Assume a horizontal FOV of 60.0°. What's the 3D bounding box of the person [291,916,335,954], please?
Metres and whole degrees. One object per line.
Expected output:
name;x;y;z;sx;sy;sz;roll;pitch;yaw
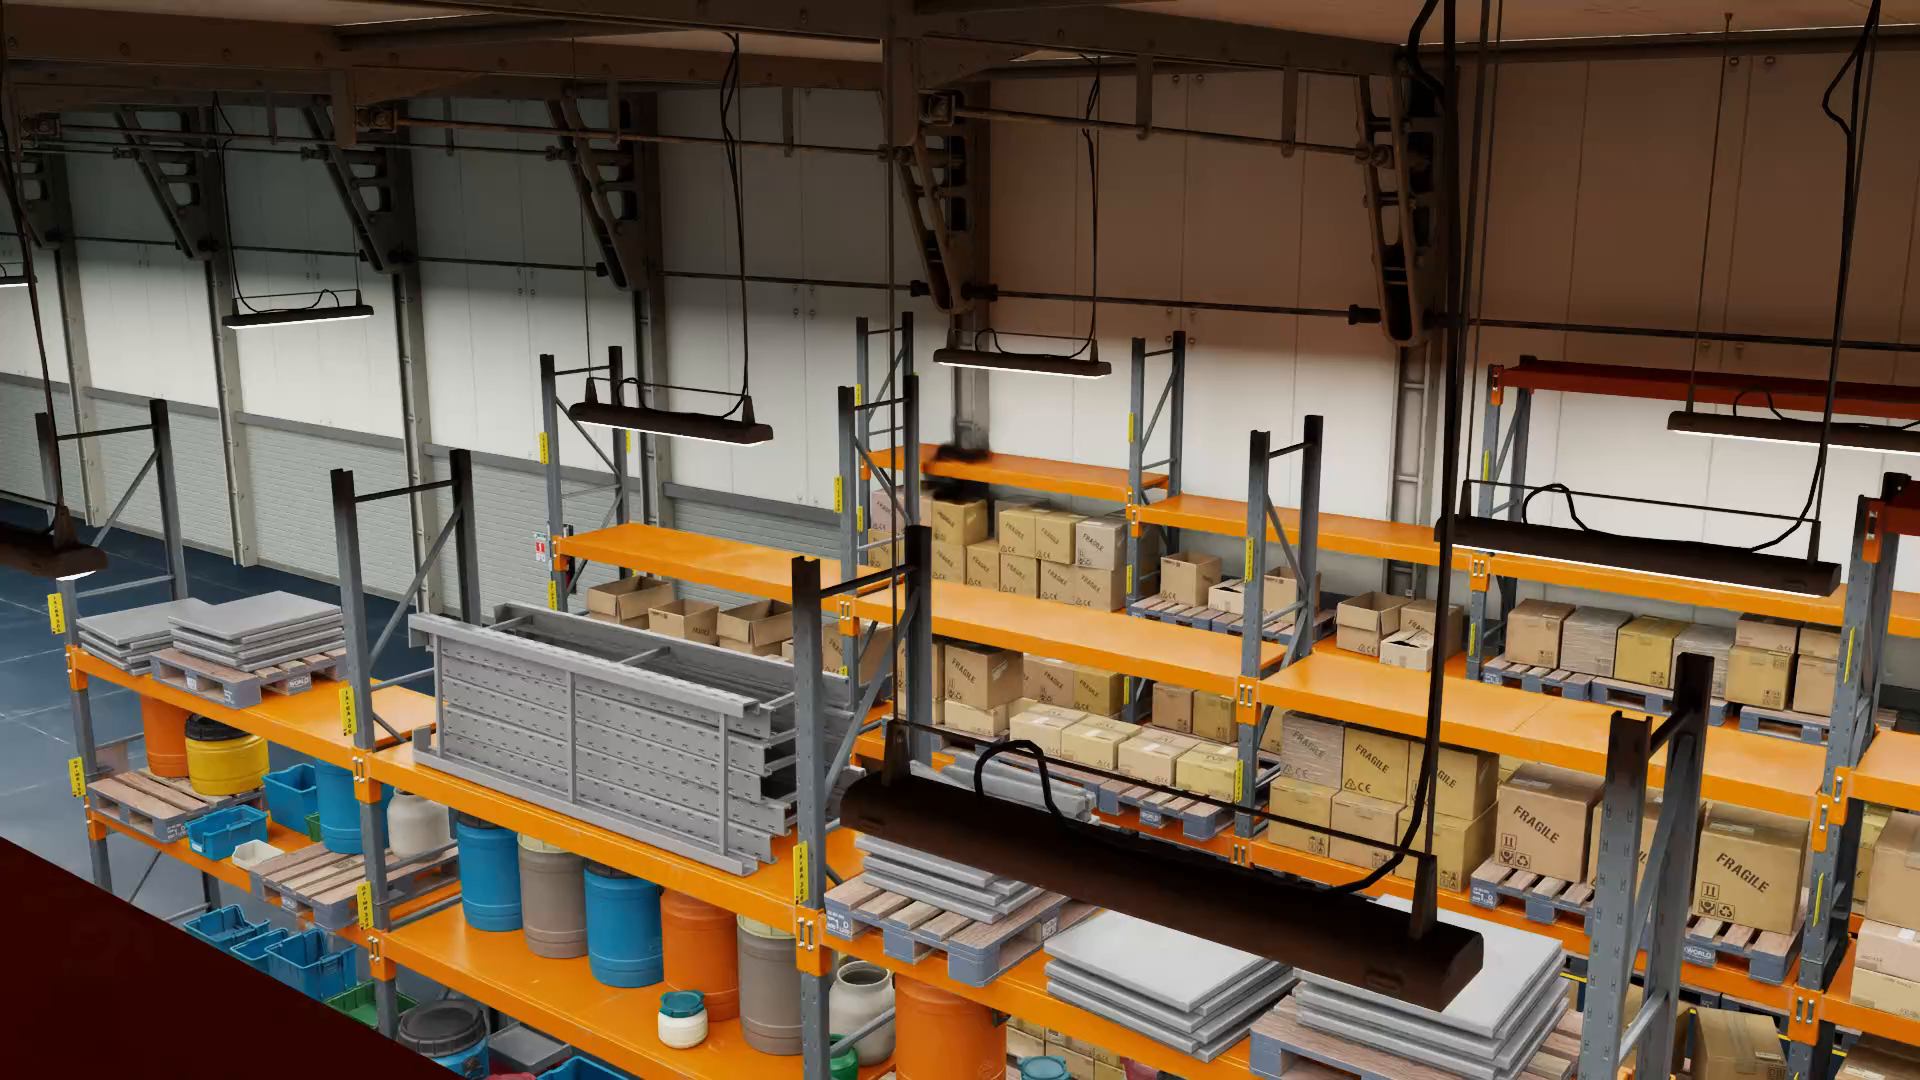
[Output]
person;-6.135;3.698;15.738;0.663;1.616;0.577;7;15;26
